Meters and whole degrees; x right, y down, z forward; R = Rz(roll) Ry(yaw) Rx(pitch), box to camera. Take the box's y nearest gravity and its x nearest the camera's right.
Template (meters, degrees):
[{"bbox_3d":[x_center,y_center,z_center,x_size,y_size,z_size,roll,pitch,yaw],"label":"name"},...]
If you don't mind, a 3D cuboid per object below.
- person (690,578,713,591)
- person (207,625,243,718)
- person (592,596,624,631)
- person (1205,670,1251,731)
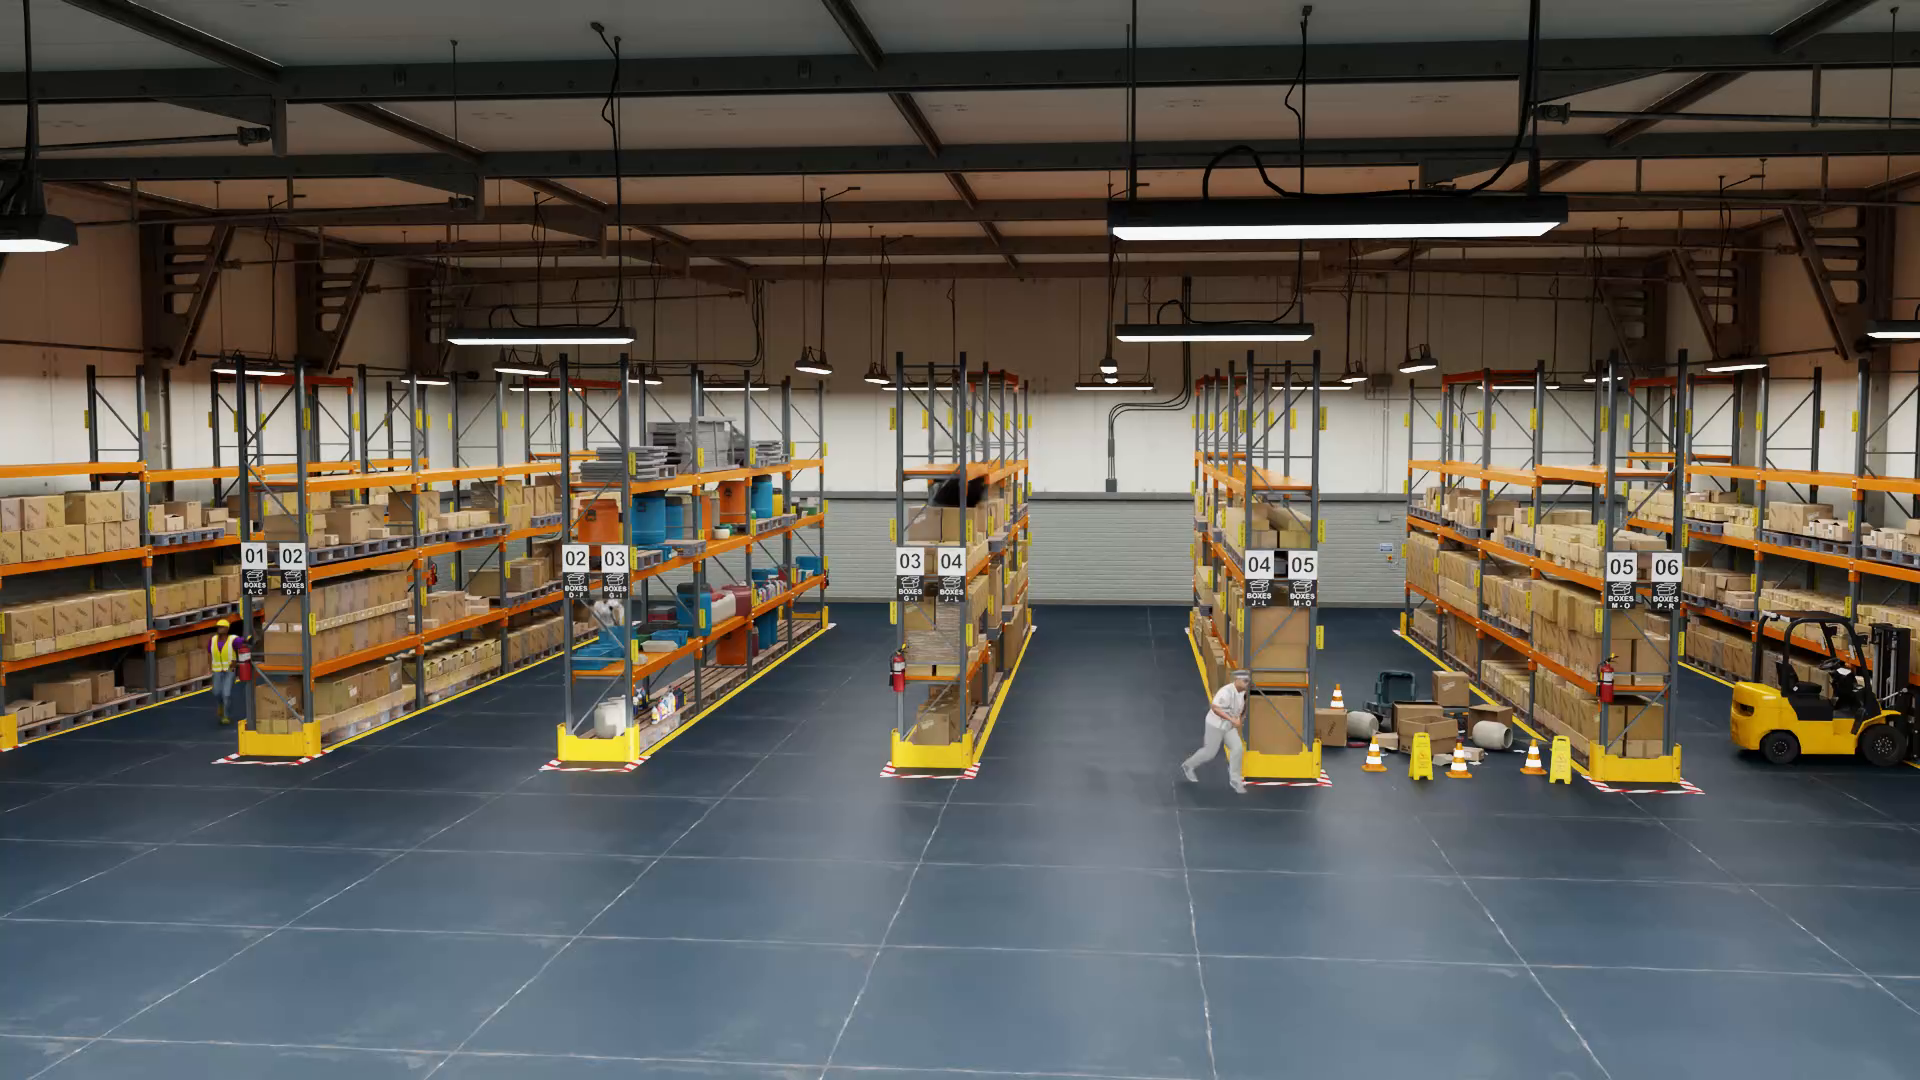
[{"bbox_3d":[-5.723,1.160,36.102,0.654,0.664,0.392,1,4,9],"label":"person"},{"bbox_3d":[-12.203,2.171,27.619,0.687,1.625,0.567,0,4,-5],"label":"person"},{"bbox_3d":[-7.222,1.765,34.108,0.604,1.502,0.534,0,4,4],"label":"person"},{"bbox_3d":[3.648,2.160,22.536,0.633,0.856,0.668,3,5,37],"label":"person"}]
